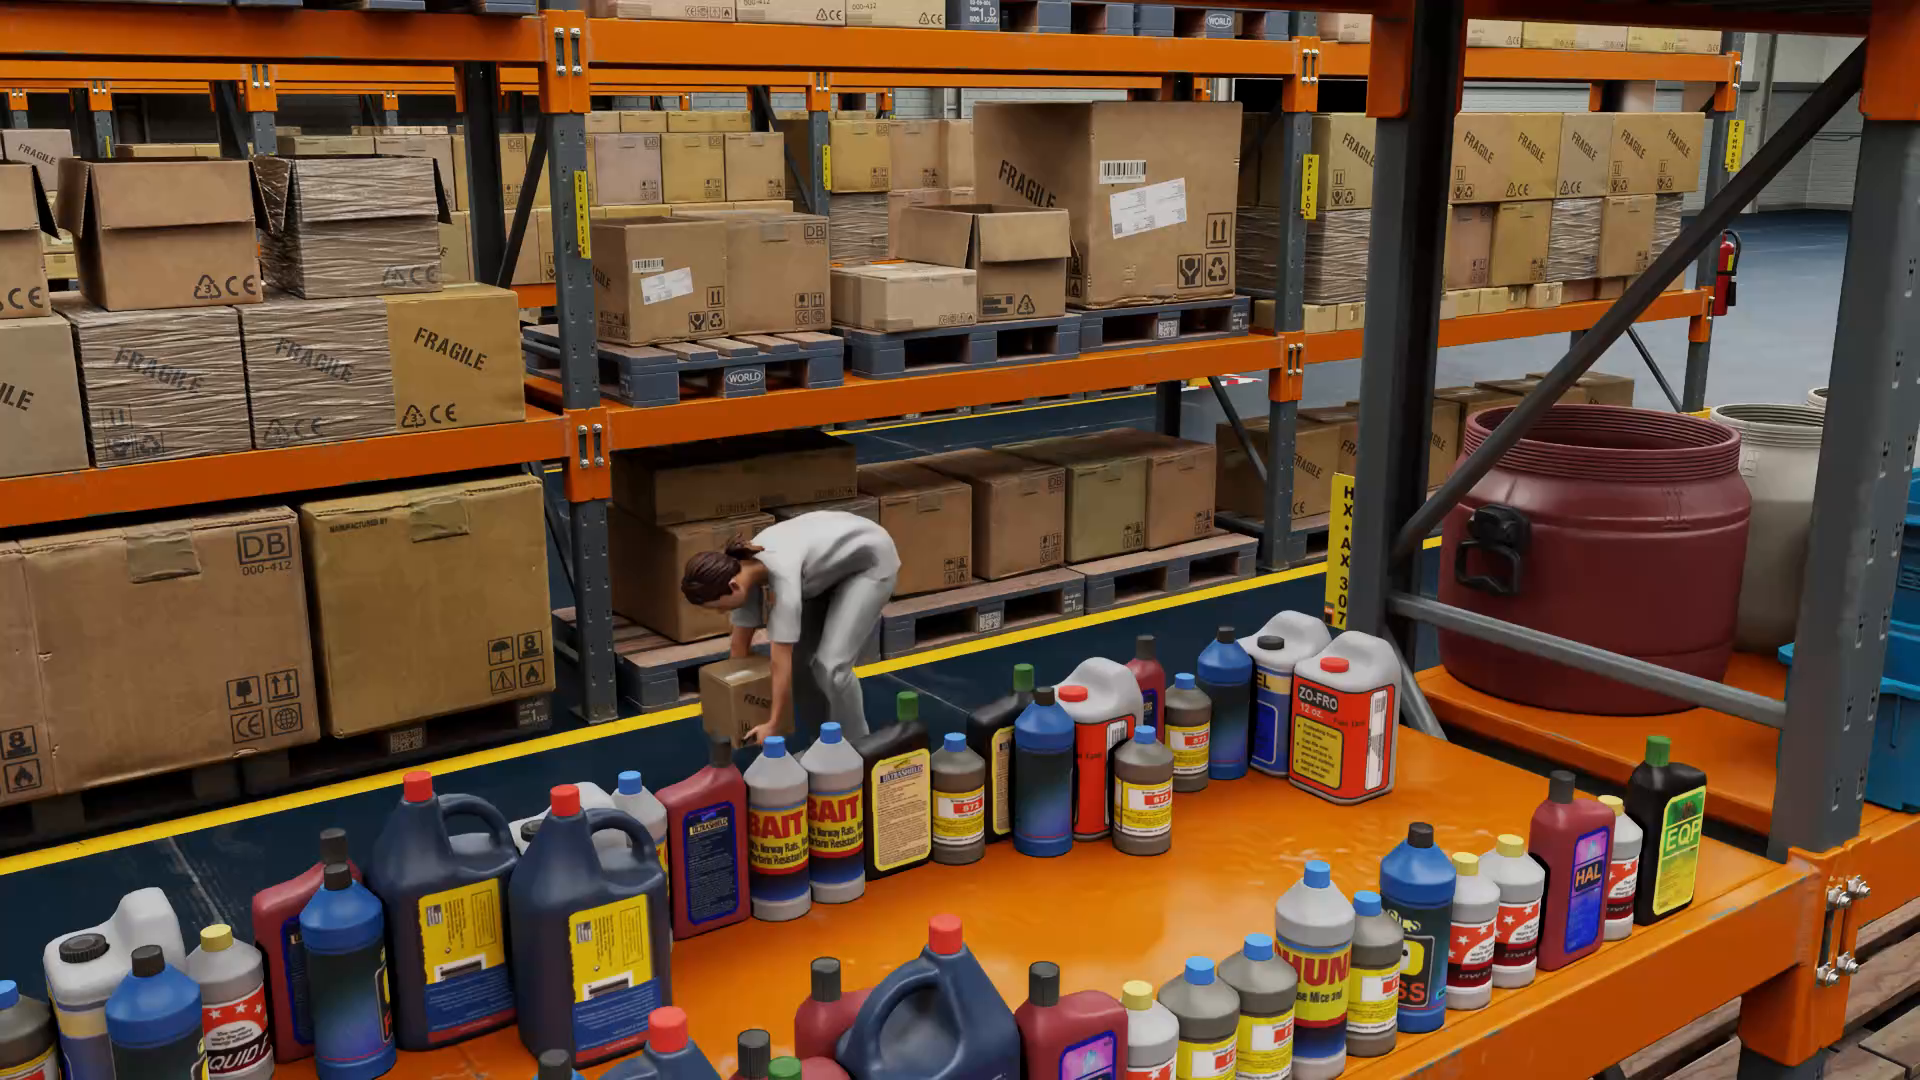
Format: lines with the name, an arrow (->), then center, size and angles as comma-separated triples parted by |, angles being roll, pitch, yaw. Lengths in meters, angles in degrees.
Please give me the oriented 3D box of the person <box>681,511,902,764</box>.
person -> -0.623, 0.428, 6.161 | 0.872, 1.024, 0.427 | -11, 18, -37
